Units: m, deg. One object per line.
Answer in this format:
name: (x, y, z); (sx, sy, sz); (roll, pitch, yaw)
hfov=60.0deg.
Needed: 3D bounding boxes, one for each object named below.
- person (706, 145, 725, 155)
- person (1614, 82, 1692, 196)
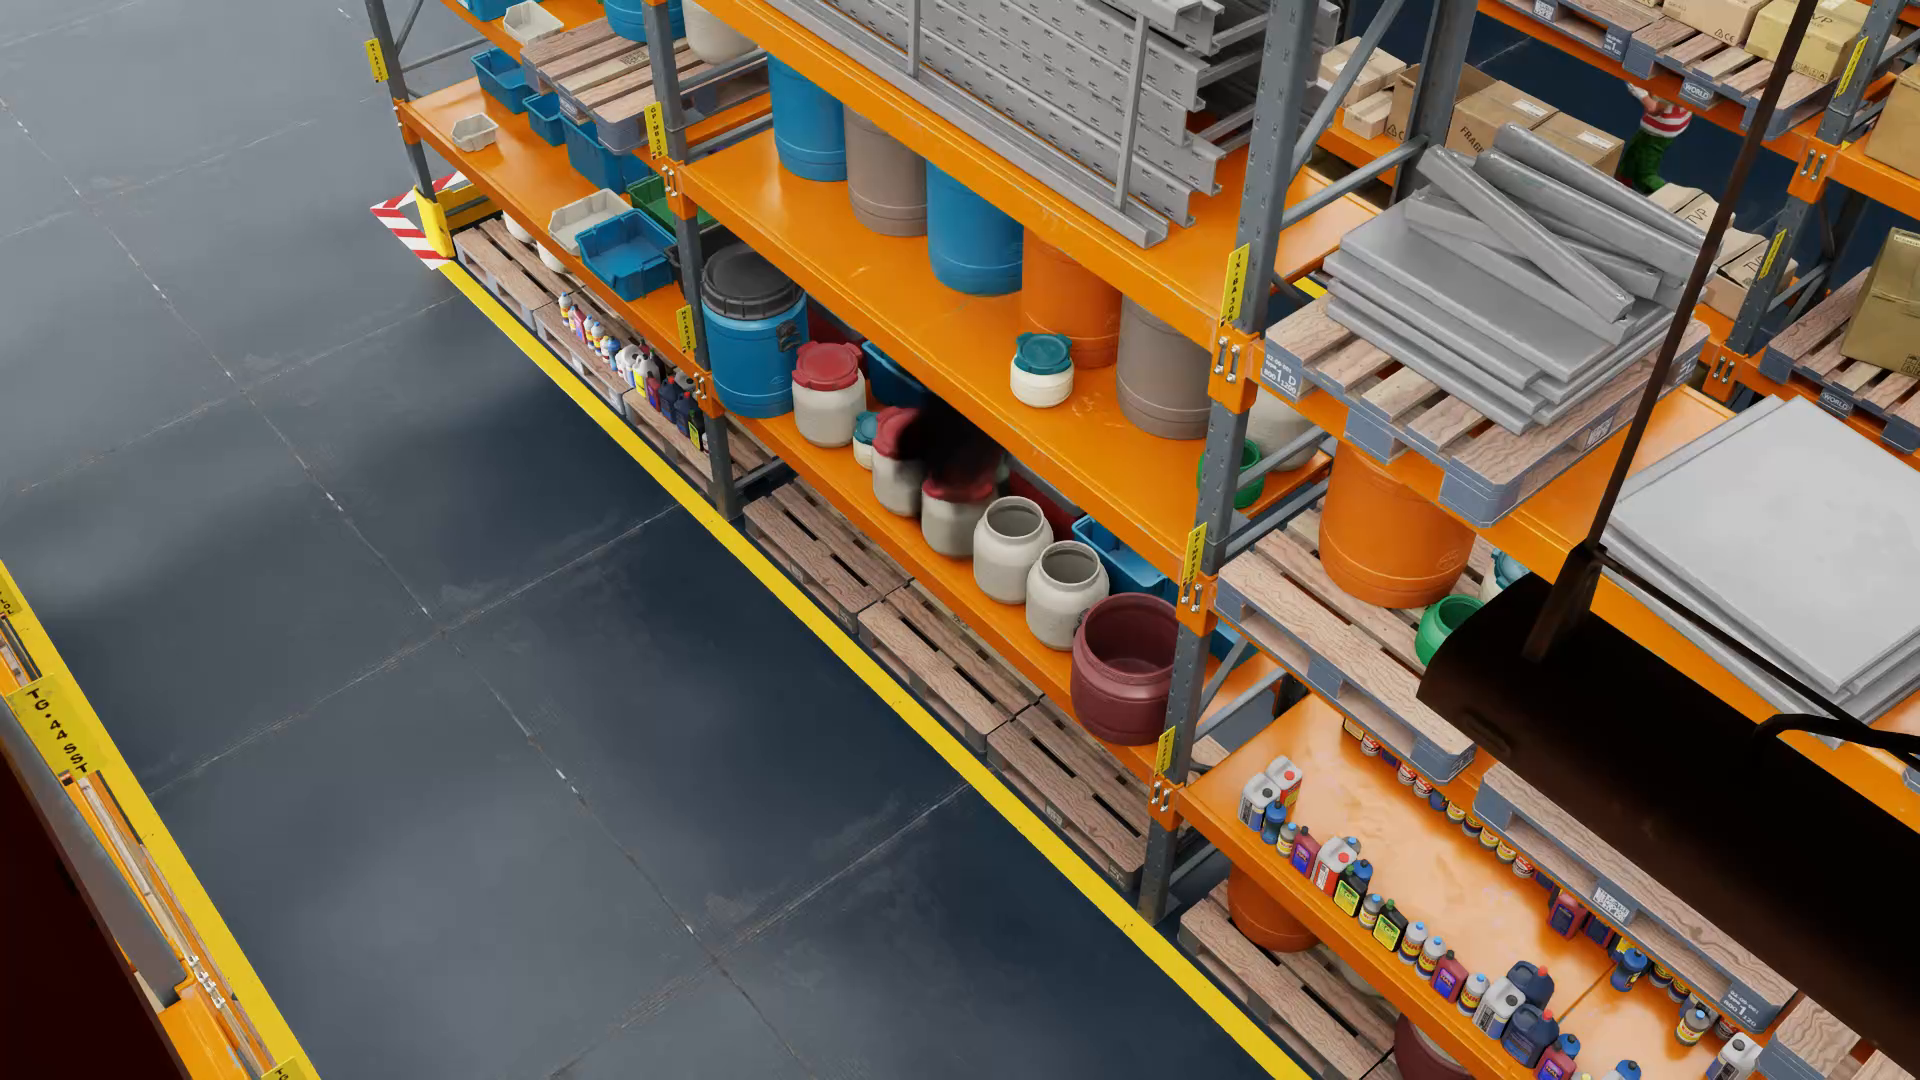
person: (-2.259, -3.524, 13.247); (0.586, 1.630, 0.987); (-34, 55, -28)
person: (5.407, -3.163, 12.749); (0.963, 1.768, 0.667); (35, 56, 28)
